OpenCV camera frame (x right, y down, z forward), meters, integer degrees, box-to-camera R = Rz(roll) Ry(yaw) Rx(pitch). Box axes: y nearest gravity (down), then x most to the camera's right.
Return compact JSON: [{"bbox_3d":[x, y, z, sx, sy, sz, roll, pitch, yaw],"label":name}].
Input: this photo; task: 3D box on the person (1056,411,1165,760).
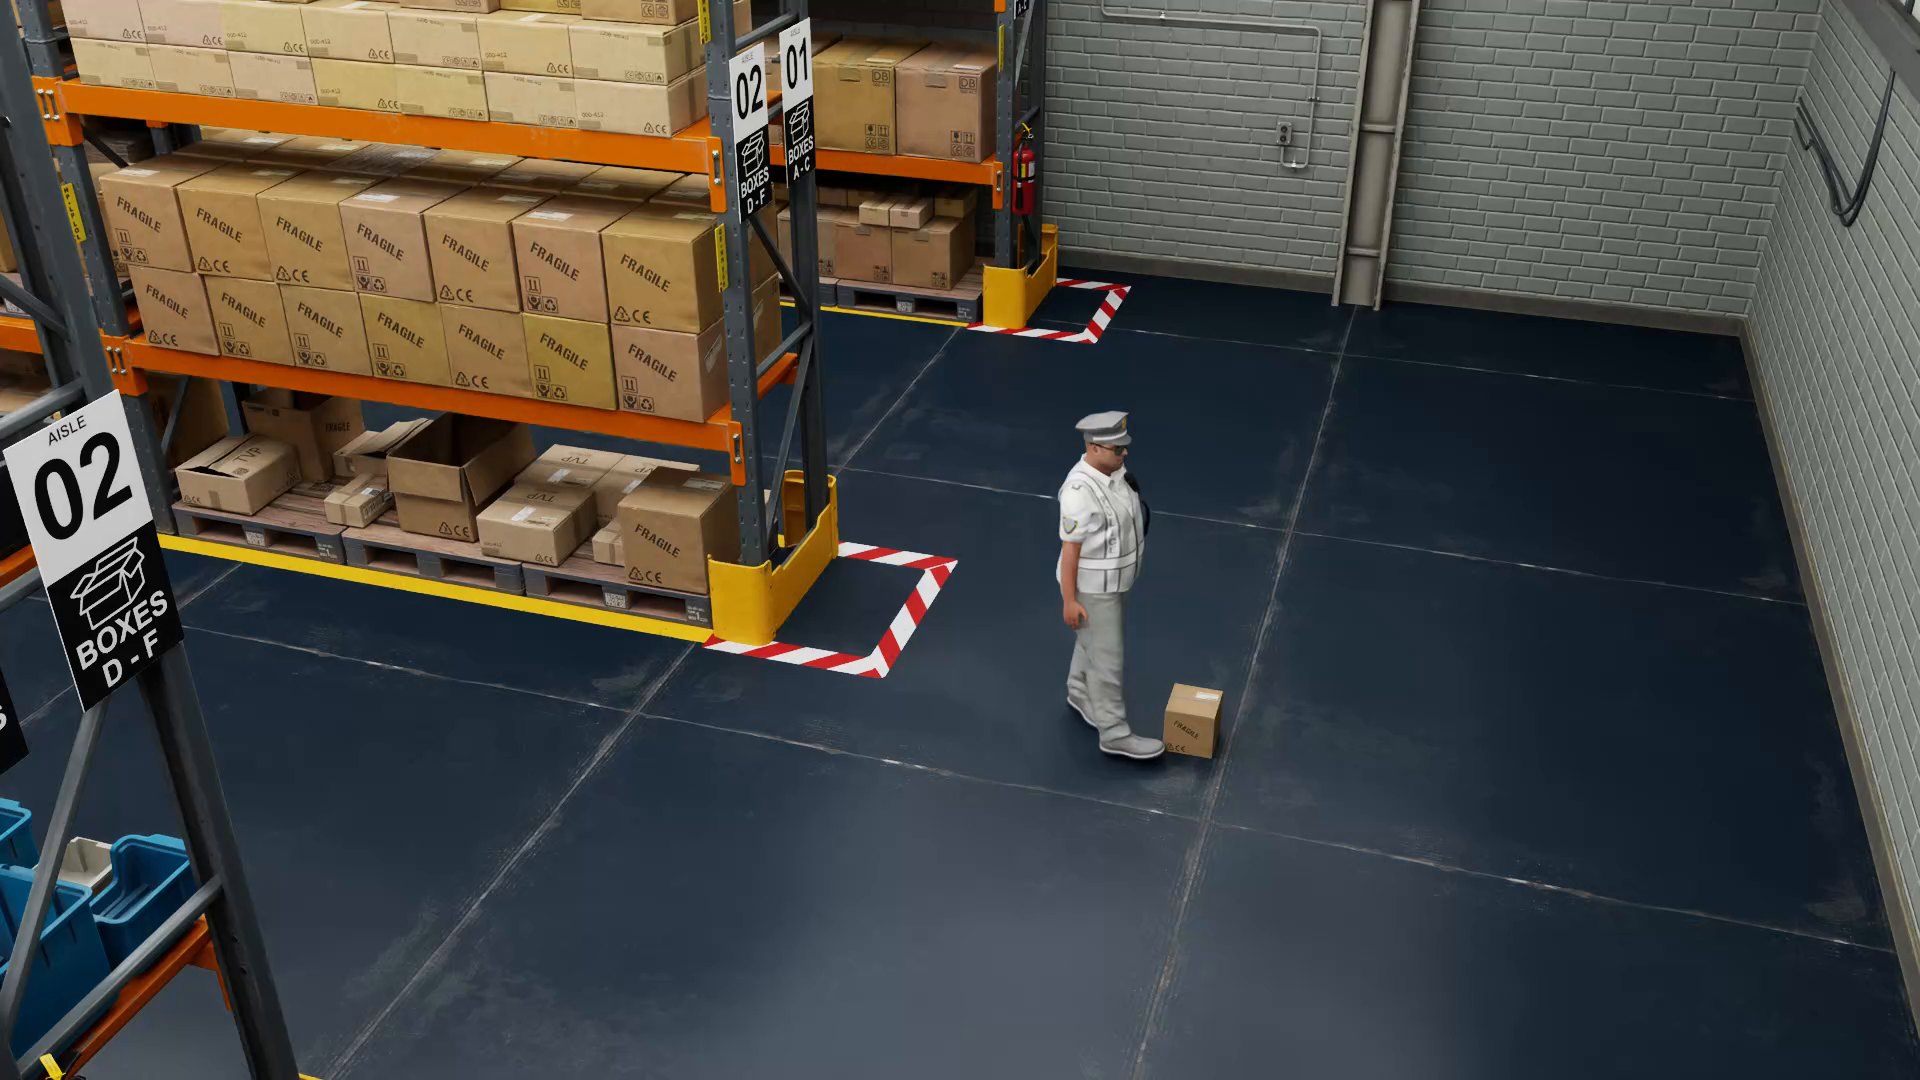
[{"bbox_3d":[0.787,0.211,8.104,0.627,1.758,0.548,14,32,23],"label":"person"}]
